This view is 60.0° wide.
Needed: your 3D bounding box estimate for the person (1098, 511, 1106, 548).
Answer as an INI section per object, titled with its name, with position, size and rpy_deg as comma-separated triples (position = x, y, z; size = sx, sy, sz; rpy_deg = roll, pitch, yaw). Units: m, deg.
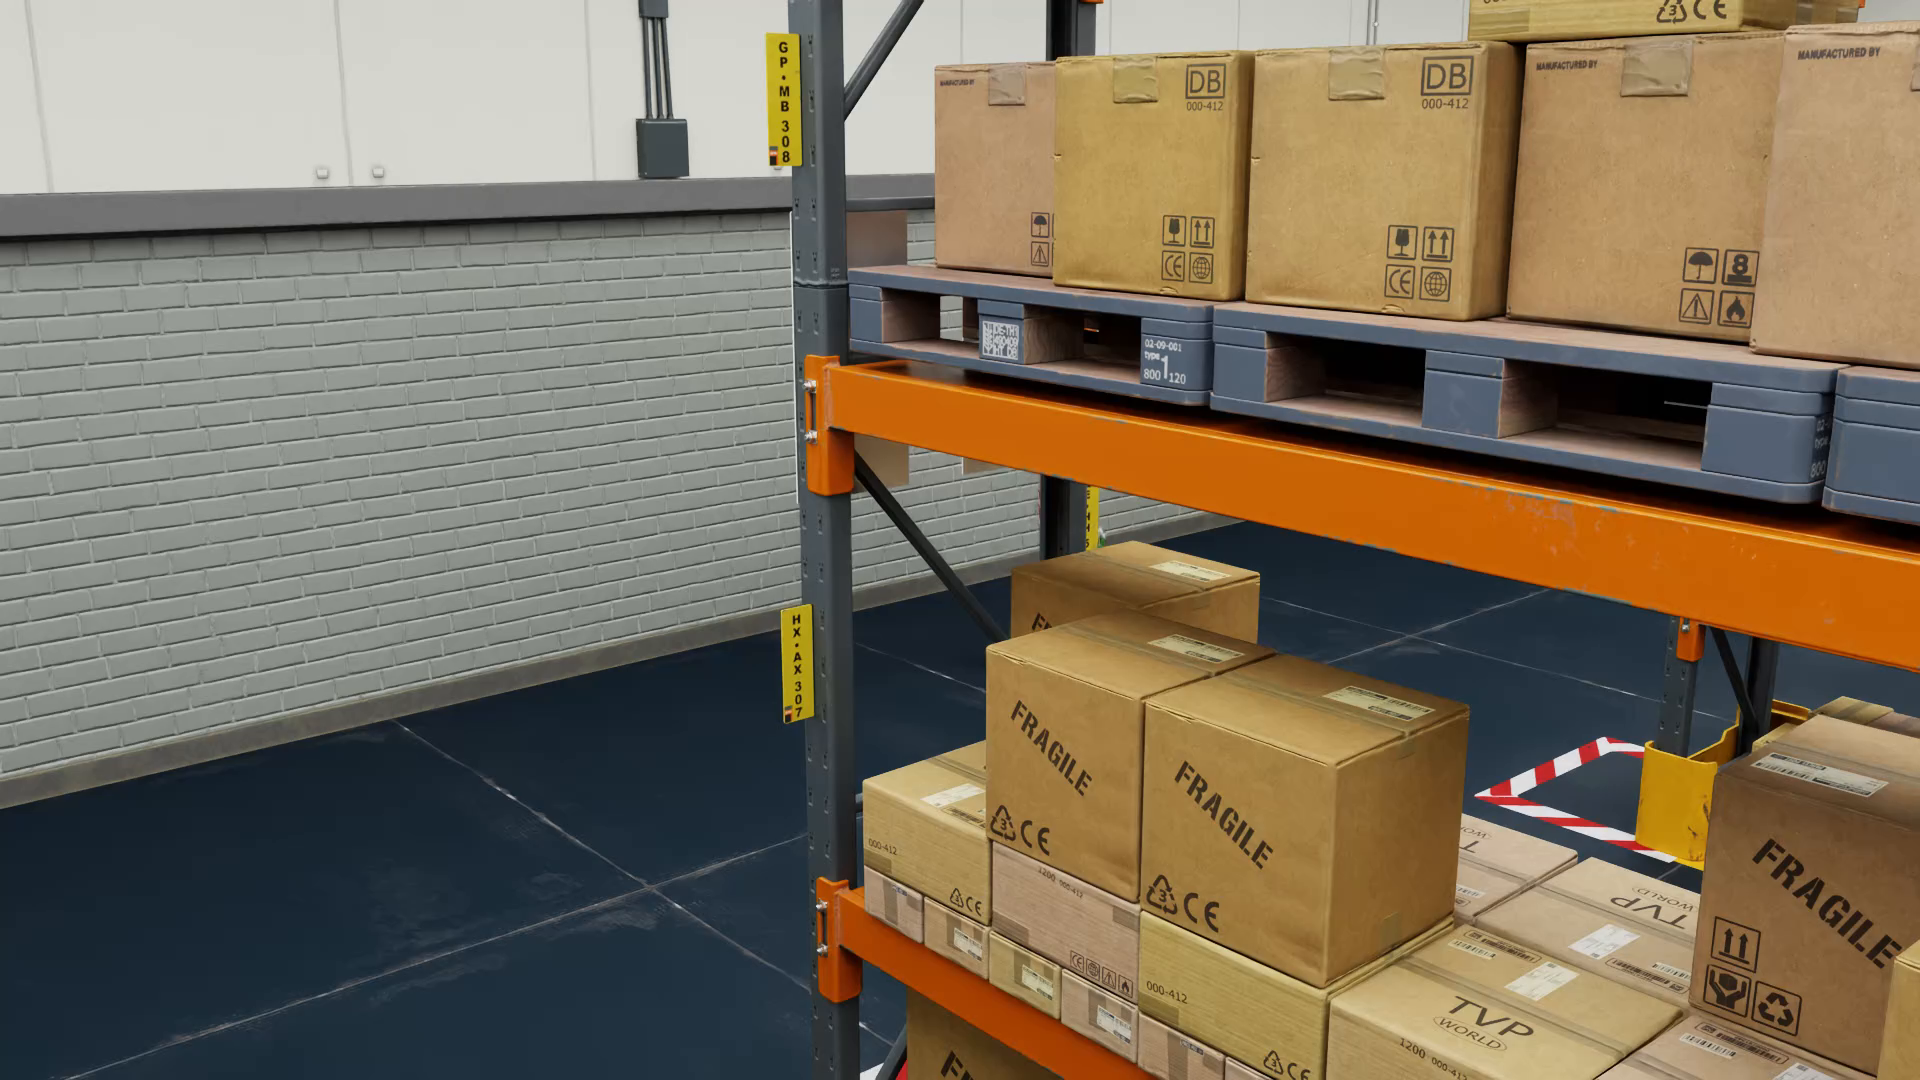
[person]
position = 0.777, -0.098, 10.880
size = 0.403, 1.827, 0.553
rpy_deg = -5, 15, -18
